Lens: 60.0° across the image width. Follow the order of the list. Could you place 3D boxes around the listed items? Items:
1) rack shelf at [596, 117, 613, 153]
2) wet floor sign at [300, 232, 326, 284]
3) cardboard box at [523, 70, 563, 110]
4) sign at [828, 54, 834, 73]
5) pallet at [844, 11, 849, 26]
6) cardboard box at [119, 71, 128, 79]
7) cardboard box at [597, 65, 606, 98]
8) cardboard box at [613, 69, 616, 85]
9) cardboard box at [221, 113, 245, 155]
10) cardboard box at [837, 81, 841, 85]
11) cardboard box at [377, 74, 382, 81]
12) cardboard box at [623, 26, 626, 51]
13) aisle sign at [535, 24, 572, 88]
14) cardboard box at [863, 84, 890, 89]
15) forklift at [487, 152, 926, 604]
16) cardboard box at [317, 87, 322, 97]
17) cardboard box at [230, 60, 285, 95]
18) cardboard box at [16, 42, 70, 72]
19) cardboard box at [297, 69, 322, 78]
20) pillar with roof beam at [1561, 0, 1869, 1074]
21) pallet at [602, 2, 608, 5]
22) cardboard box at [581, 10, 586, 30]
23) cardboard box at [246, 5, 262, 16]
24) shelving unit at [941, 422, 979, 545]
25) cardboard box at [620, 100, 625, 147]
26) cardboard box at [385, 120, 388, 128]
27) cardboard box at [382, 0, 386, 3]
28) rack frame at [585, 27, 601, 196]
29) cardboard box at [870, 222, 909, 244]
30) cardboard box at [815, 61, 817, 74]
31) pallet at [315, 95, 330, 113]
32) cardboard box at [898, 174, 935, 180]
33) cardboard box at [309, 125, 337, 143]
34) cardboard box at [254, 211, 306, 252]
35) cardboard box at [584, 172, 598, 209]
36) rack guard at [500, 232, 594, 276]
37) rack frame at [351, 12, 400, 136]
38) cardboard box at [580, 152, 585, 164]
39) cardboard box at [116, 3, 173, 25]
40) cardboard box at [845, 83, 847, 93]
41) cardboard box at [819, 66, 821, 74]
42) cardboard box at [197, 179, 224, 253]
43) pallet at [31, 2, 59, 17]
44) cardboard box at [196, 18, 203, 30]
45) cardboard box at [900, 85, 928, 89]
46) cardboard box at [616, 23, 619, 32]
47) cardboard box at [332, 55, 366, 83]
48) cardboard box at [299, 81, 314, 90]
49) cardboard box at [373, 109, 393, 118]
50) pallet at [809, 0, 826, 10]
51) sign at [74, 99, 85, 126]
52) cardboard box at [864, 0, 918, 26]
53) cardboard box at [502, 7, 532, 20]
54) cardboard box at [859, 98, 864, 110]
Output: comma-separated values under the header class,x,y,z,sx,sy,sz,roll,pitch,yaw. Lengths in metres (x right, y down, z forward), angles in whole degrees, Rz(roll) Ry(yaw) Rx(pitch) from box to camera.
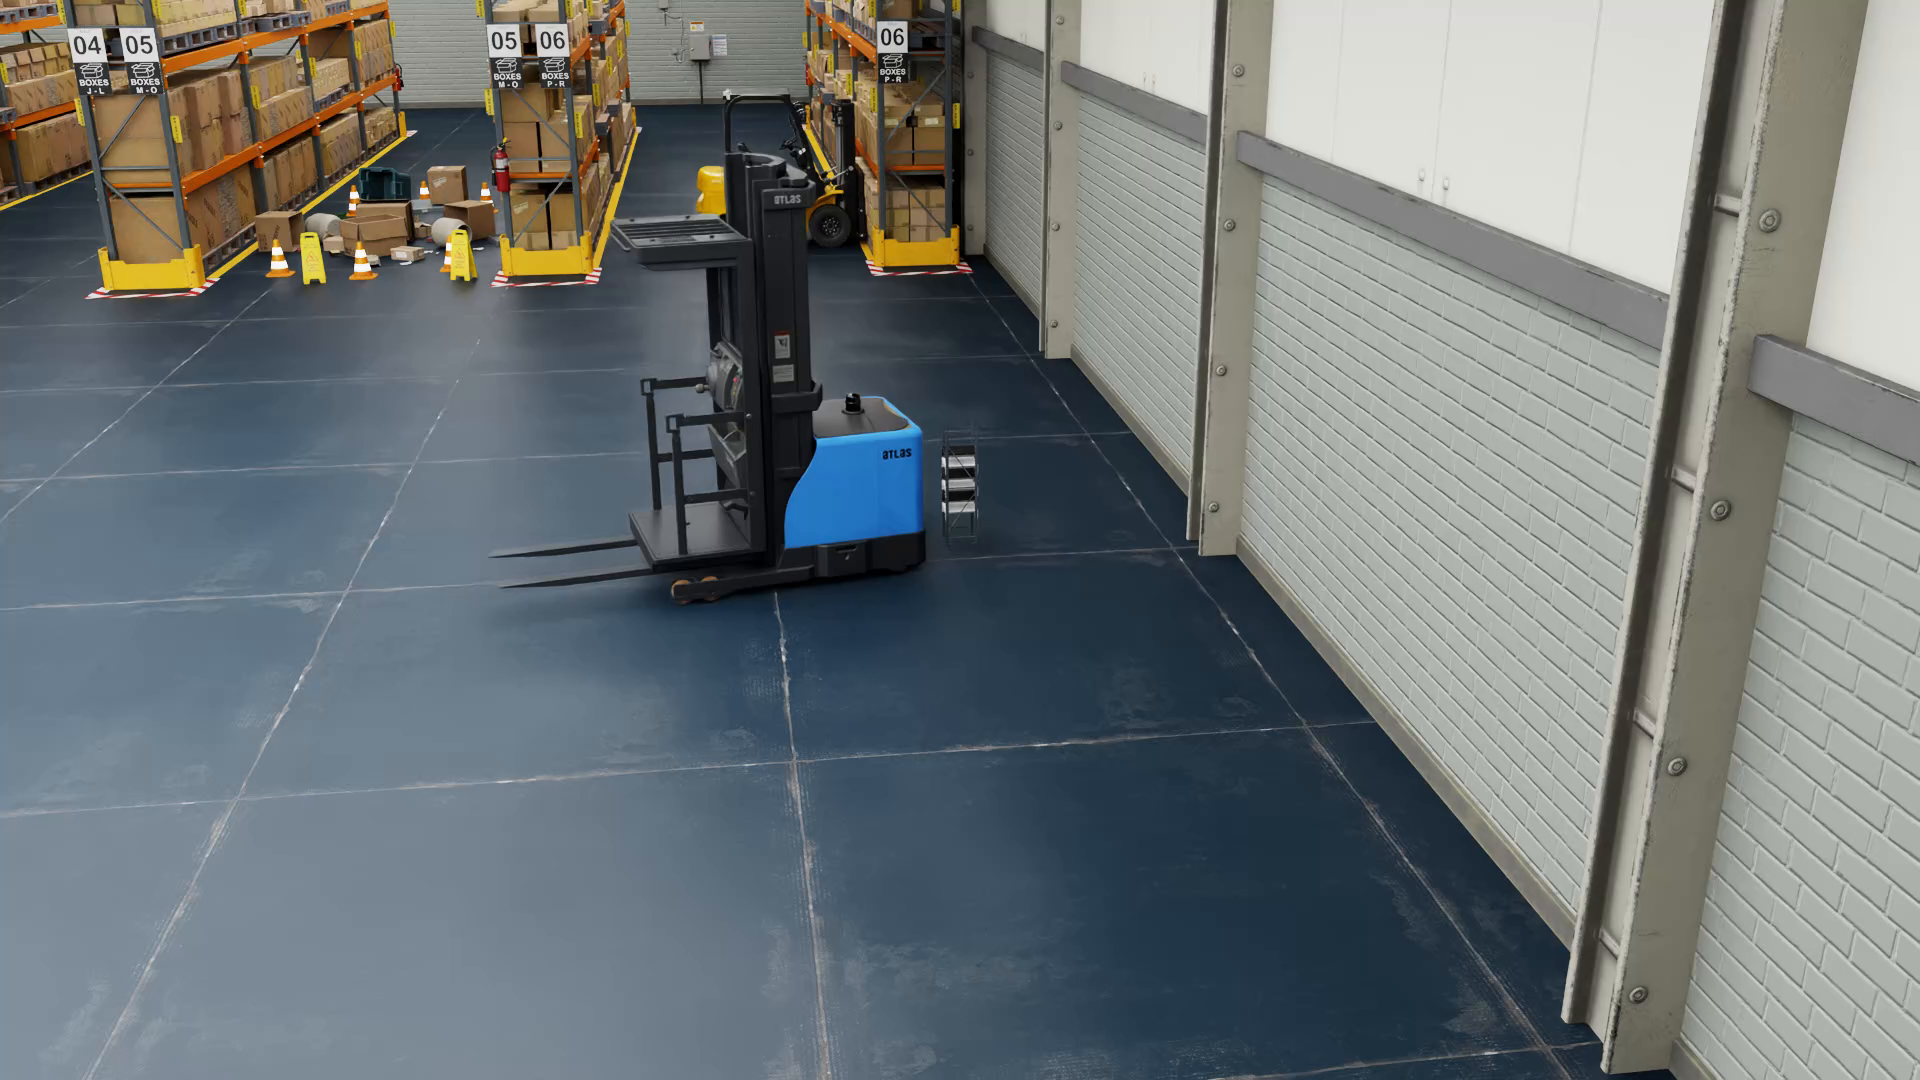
class,x,y,z,sx,sy,sz,roll,pitch,yaw
rack shelf,-6.382,-6.719,27.447,1.077,0.370,4.000,-3,21,-8
wet floor sign,-8.437,-3.681,21.650,0.267,0.644,0.232,-7,21,-17
cardboard box,-5.982,-6.326,23.369,0.700,0.500,0.500,-3,21,-8
sign,-2.294,-8.475,29.579,0.100,0.325,0.005,-3,21,-8
pallet,-1.408,-8.700,27.704,1.003,0.211,1.213,-2,21,-5
cardboard box,-17.072,-9.401,33.390,0.500,0.250,0.500,-3,21,-8
cardboard box,-6.170,-7.635,27.703,0.500,0.500,0.500,-4,21,-11
cardboard box,-6.692,-8.629,31.032,0.500,0.250,0.500,-3,21,-7
cardboard box,-10.810,-5.833,23.832,0.875,0.550,0.550,-3,21,-8
cardboard box,-1.865,-7.825,28.879,0.500,0.250,0.500,-2,21,-6
cardboard box,-12.262,-9.664,34.662,0.380,0.149,0.250,-4,21,-10
cardboard box,-7.414,-10.699,35.504,0.500,0.500,0.500,-3,21,-8
aisle sign,-5.201,-6.191,21.289,0.394,0.787,0.004,-3,21,-8
cardboard box,-1.257,-6.806,25.157,0.380,0.149,0.250,-3,21,-9
forklift,-1.823,-1.136,11.569,3.031,2.935,1.130,-7,22,-19
cardboard box,-11.496,-7.894,29.325,0.380,0.149,0.250,-2,21,-5
cardboard box,-11.348,-7.471,26.860,0.700,0.500,0.500,-3,21,-9
cardboard box,-16.953,-8.930,30.761,0.797,0.503,0.637,-3,21,-9
cardboard box,-11.539,-8.261,29.457,0.380,0.149,0.250,-4,21,-10
pillar with roof beam,-1.479,-1.878,4.883,9.100,9.000,0.400,-3,21,-8
pallet,-6.979,-9.673,30.310,1.003,0.211,1.213,-2,21,-5
cardboard box,-5.689,-7.524,24.076,0.500,0.250,0.500,-3,21,-9
cardboard box,-10.922,-8.109,25.468,0.380,0.149,0.250,-3,21,-8
shelving unit,-0.001,-0.424,12.566,0.258,0.900,0.210,-3,21,-8
cardboard box,-7.078,-8.124,32.618,0.875,0.875,0.875,-2,21,-6
cardboard box,-12.184,-8.708,34.792,0.380,0.149,0.250,-3,21,-7
cardboard box,-12.380,-11.425,34.945,0.500,0.250,0.500,-3,21,-9
rack frame,-6.093,-6.364,25.468,1.000,3.000,0.127,-3,21,-8
cardboard box,-0.986,-4.286,23.234,0.500,0.250,0.500,-3,21,-7
cardboard box,-2.737,-9.791,34.433,0.500,0.250,0.500,-3,21,-8
pallet,-11.762,-7.616,29.093,1.213,0.211,1.003,-3,21,-8
cardboard box,-0.624,-5.130,24.065,0.500,0.250,0.500,-3,21,-8
cardboard box,-11.487,-7.268,29.788,0.500,0.250,0.500,-3,21,-8
cardboard box,-9.738,-4.424,23.842,0.500,0.500,0.500,1,20,2
cardboard box,-5.593,-5.080,24.288,0.500,0.500,0.500,-2,21,-5
rack guard,-5.528,-3.834,22.267,1.175,0.500,0.348,-3,21,-8
rack frame,-12.707,-10.234,35.829,1.000,3.000,0.127,-3,21,-8
cardboard box,-5.360,-5.262,22.877,0.380,0.149,0.250,-3,21,-7
cardboard box,-10.216,-6.592,20.838,0.500,0.250,0.500,-3,21,-8
cardboard box,-1.658,-7.333,26.994,0.380,0.149,0.250,-4,21,-9
cardboard box,-2.515,-9.019,32.168,0.396,0.266,0.258,-2,21,-5
cardboard box,-10.693,-4.432,22.731,0.875,0.875,0.875,-3,21,-9
pallet,-16.872,-9.634,30.211,0.805,0.209,1.217,-4,21,-10
cardboard box,-10.352,-6.885,22.192,0.380,0.149,0.250,-3,21,-7
cardboard box,-0.692,-6.747,24.998,0.380,0.149,0.250,-3,21,-9
cardboard box,-7.151,-10.432,33.861,0.380,0.149,0.250,-4,21,-9
cardboard box,-11.952,-9.219,32.545,0.500,0.500,0.500,-3,21,-9
cardboard box,-11.425,-7.860,28.807,0.380,0.149,0.250,-2,21,-5
cardboard box,-12.237,-9.030,35.231,0.380,0.149,0.250,-3,21,-9
pallet,-2.311,-10.473,32.451,1.213,0.211,1.003,-3,21,-8
sign,-10.939,-5.325,20.693,0.100,0.325,0.005,-3,21,-8
cardboard box,-0.959,-7.427,23.140,0.700,0.500,0.500,-3,21,-7
cardboard box,-5.897,-7.011,22.133,0.380,0.149,0.250,-3,21,-7
cardboard box,-1.294,-6.484,24.720,0.380,0.149,0.250,-3,21,-8
